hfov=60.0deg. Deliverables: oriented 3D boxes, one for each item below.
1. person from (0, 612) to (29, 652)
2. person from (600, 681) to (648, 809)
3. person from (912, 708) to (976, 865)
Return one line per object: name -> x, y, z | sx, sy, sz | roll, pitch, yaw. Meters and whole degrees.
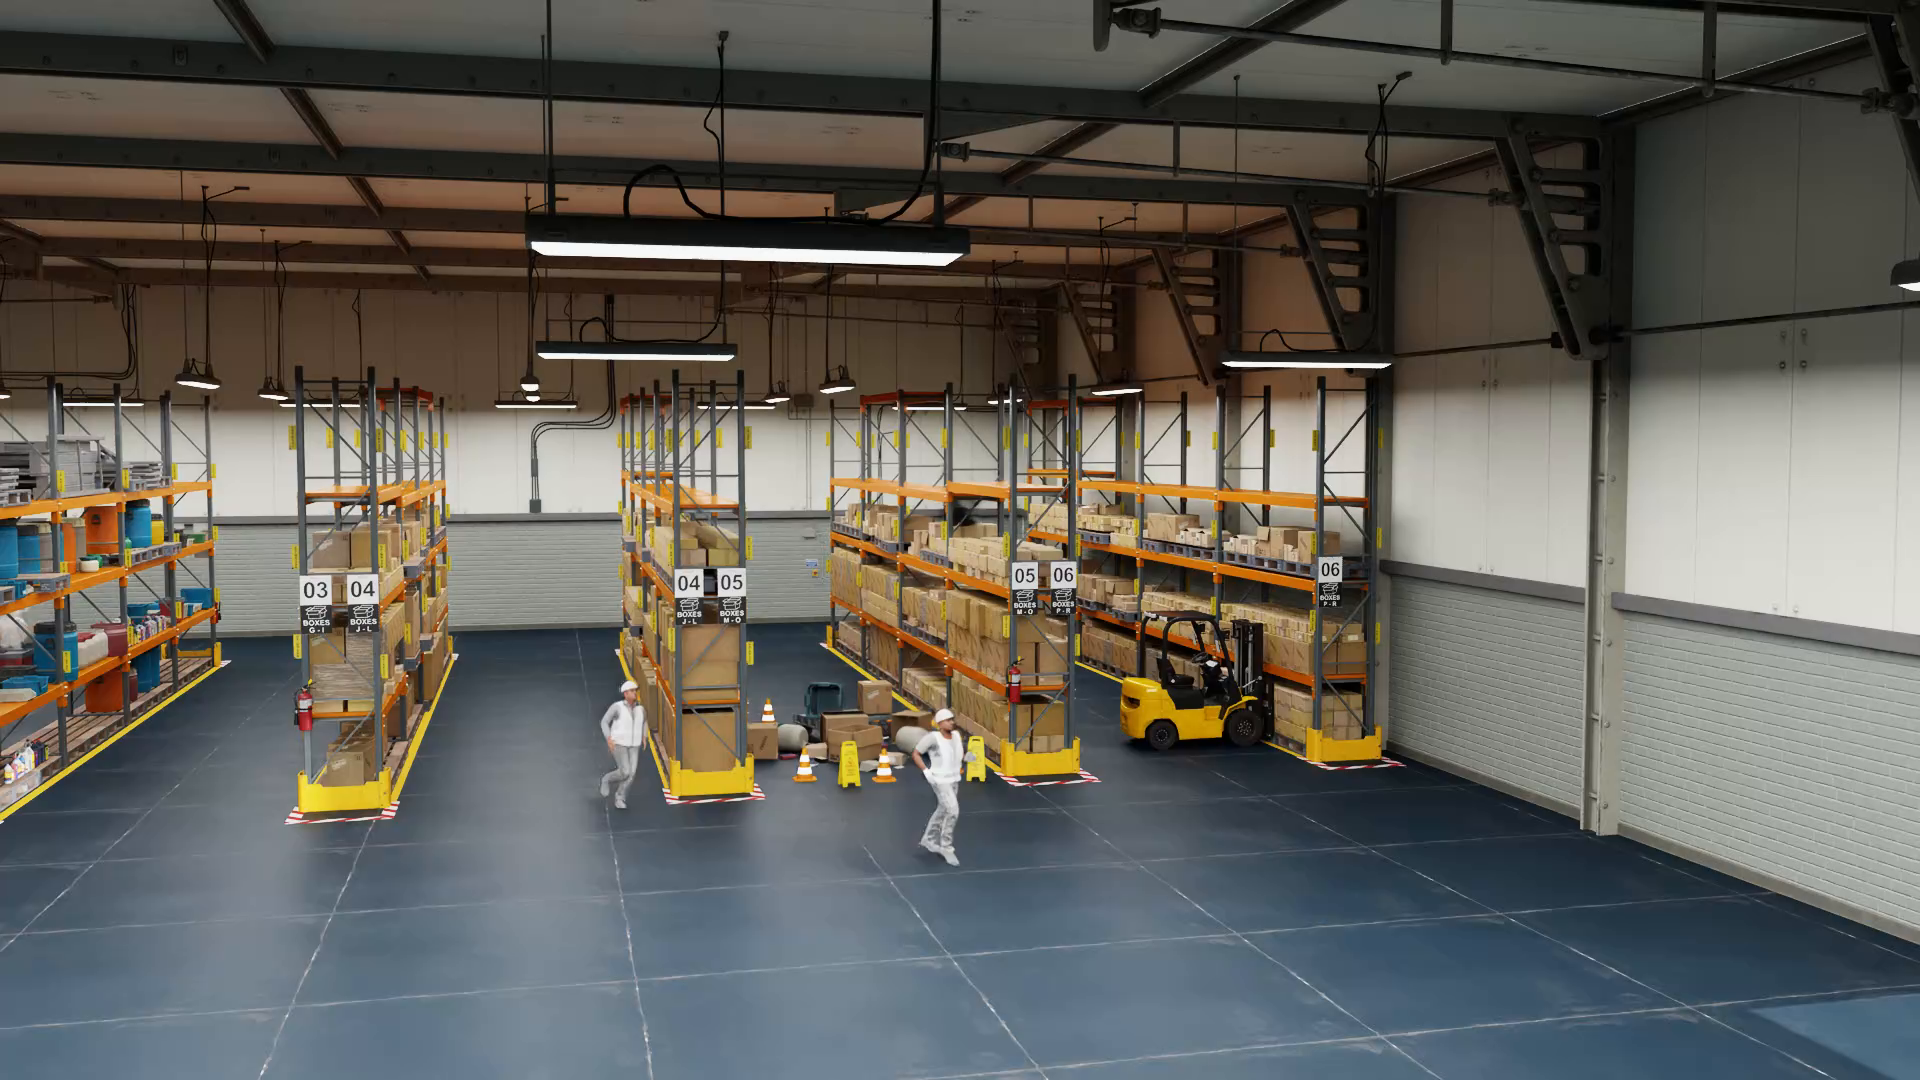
person -> -19.359, 2.162, 33.934 | 0.617, 1.651, 0.832 | -1, 4, -23
person -> -4.564, 2.790, 22.843 | 0.690, 1.700, 0.555 | -3, 5, -42
person -> -0.181, 2.926, 19.879 | 0.756, 1.839, 0.663 | 3, 4, 36
